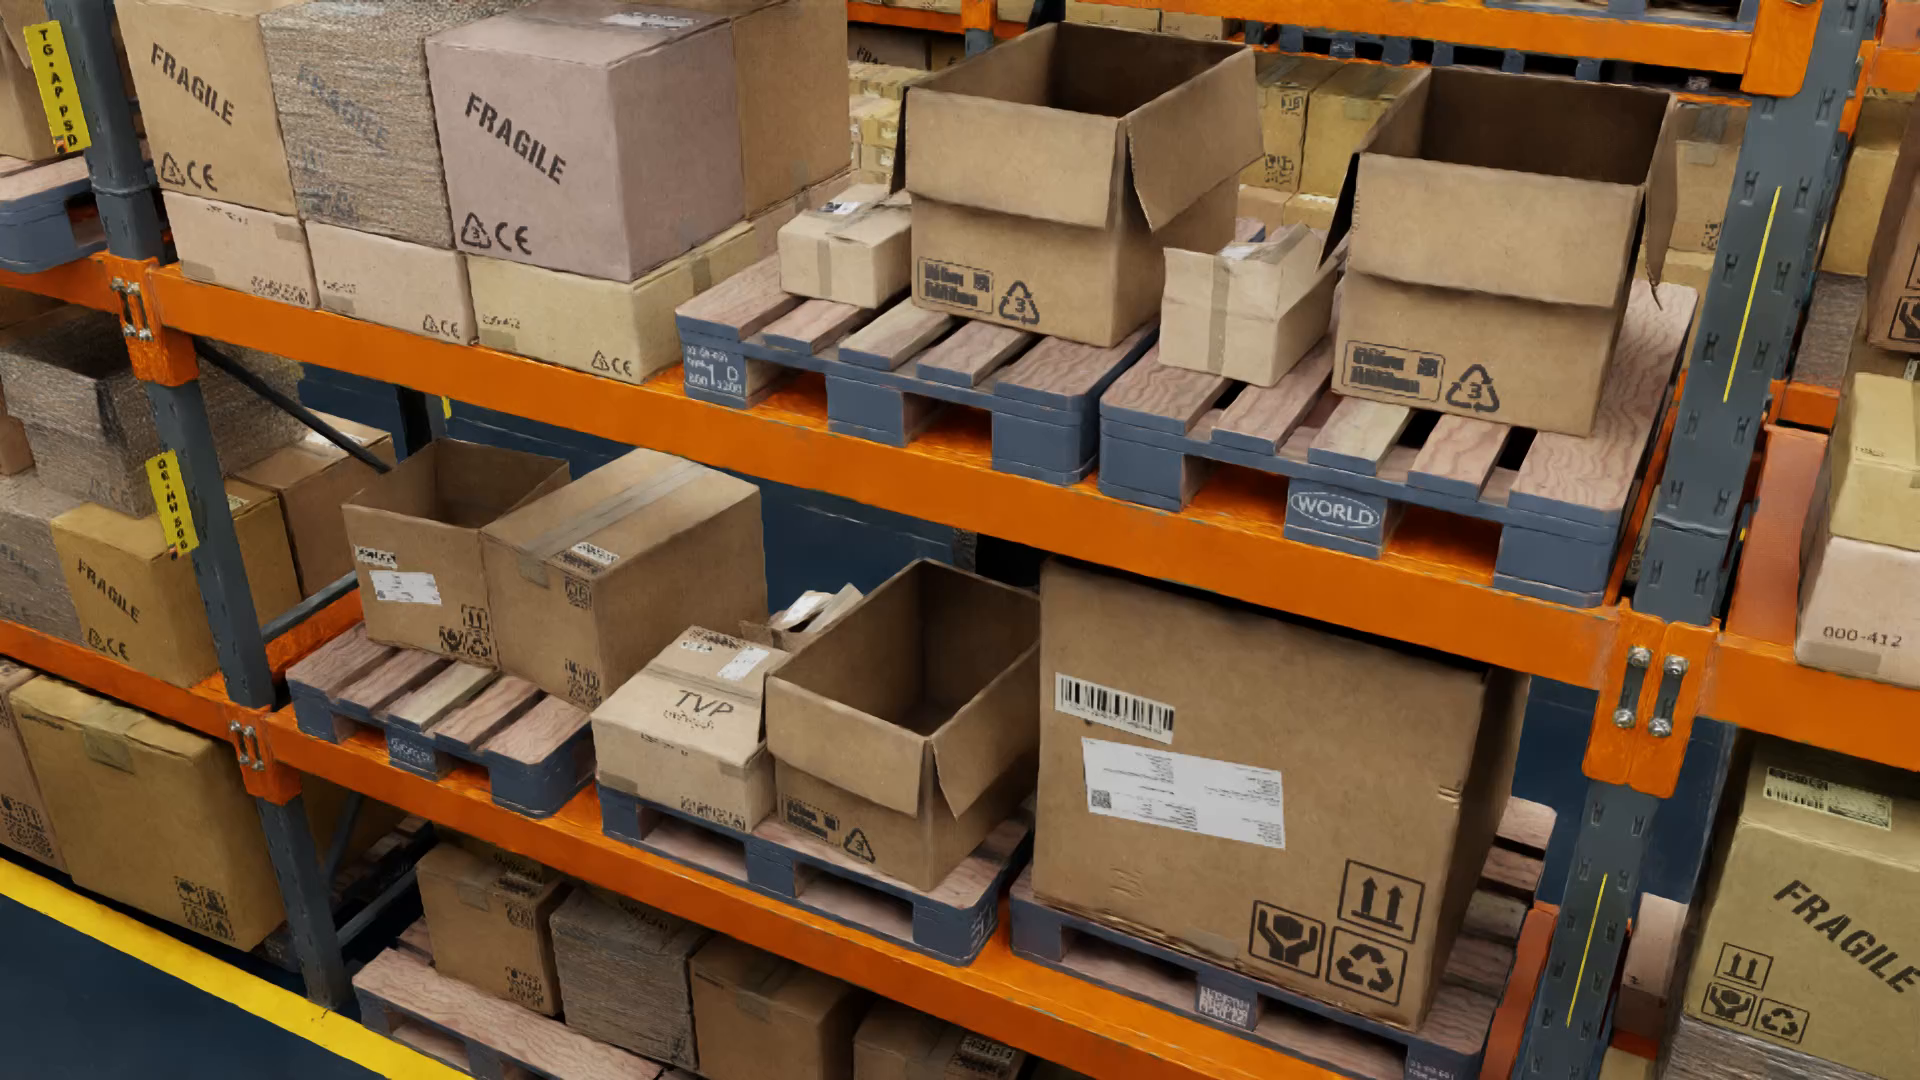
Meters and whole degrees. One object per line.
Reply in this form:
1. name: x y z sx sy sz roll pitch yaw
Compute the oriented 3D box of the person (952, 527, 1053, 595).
1. person: 0.239 0.130 6.948 0.940 1.707 0.537 22 36 33
